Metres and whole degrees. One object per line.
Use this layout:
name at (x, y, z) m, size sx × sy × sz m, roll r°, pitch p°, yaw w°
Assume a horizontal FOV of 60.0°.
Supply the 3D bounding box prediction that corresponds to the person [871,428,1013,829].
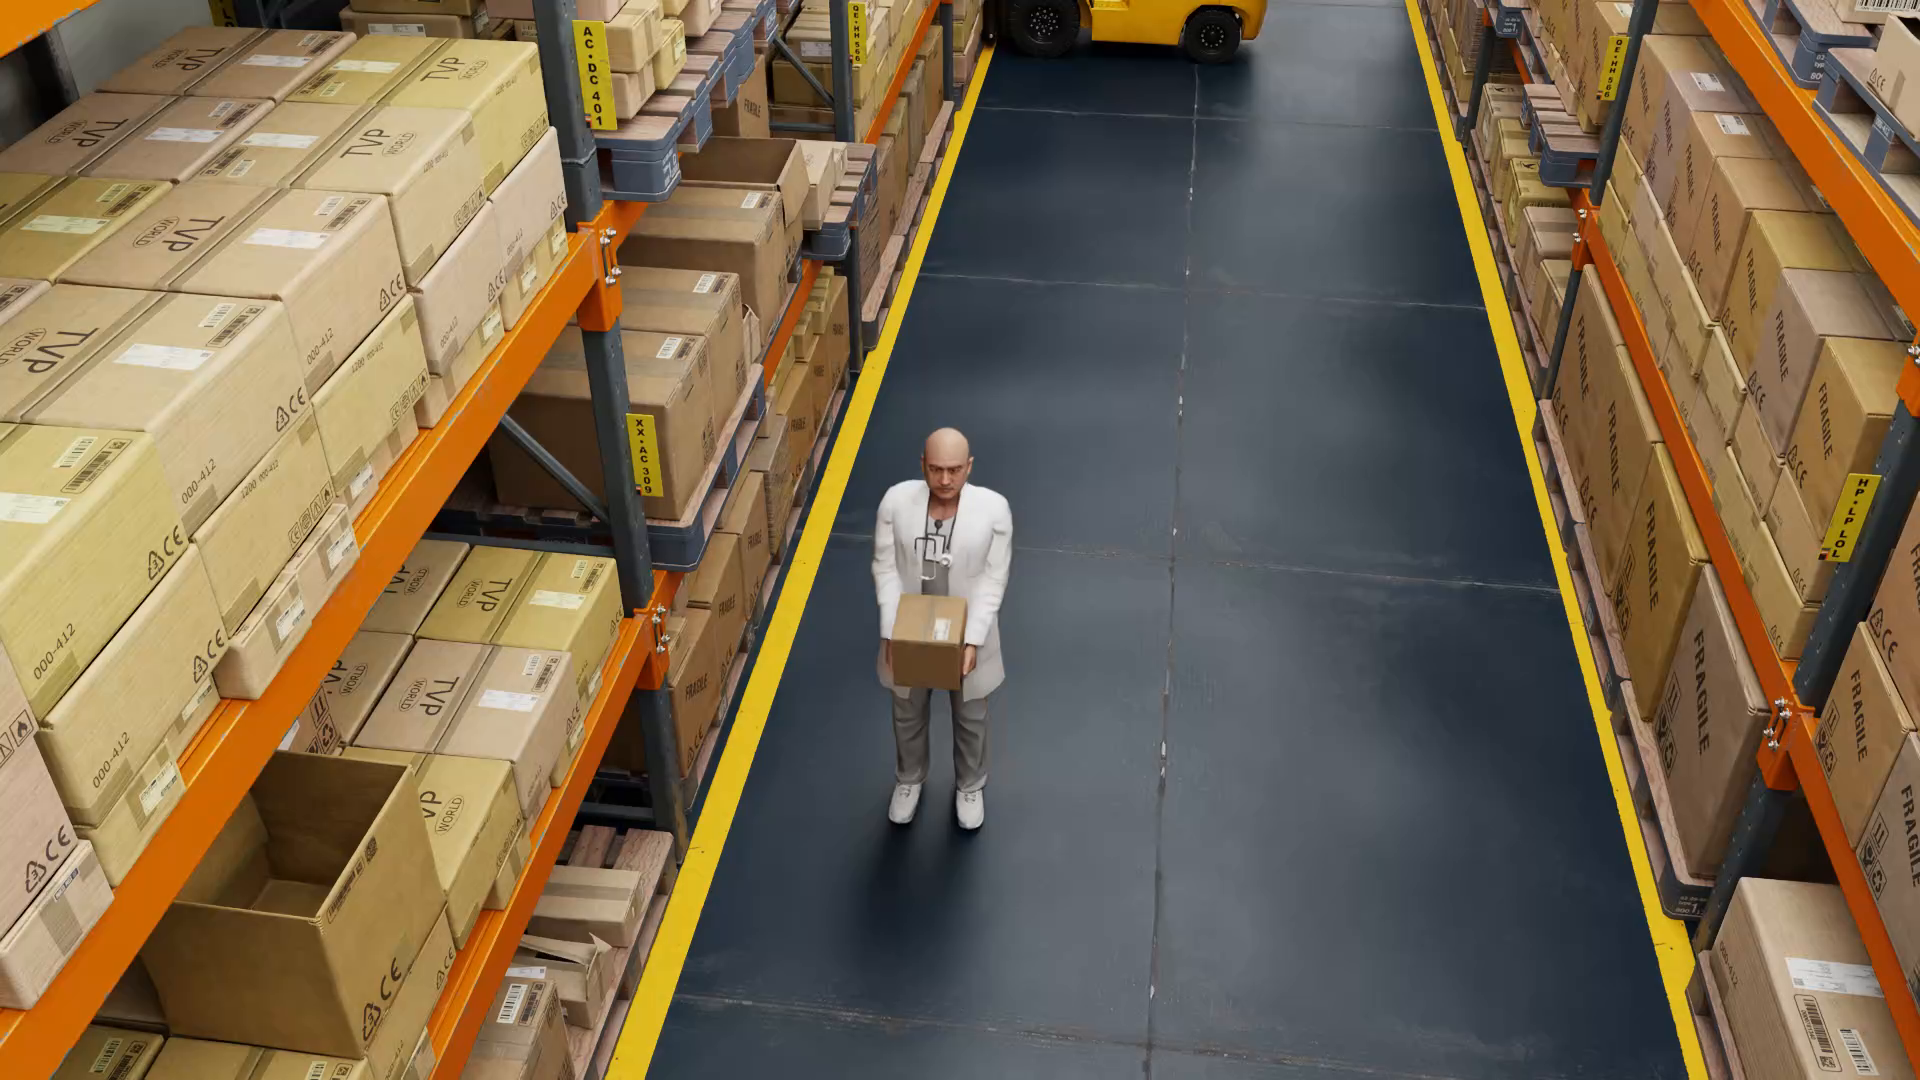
person at (-0.084, 0.417, 6.471) m, size 0.537 × 1.777 × 0.548 m, roll 4°, pitch 36°, yaw 6°
